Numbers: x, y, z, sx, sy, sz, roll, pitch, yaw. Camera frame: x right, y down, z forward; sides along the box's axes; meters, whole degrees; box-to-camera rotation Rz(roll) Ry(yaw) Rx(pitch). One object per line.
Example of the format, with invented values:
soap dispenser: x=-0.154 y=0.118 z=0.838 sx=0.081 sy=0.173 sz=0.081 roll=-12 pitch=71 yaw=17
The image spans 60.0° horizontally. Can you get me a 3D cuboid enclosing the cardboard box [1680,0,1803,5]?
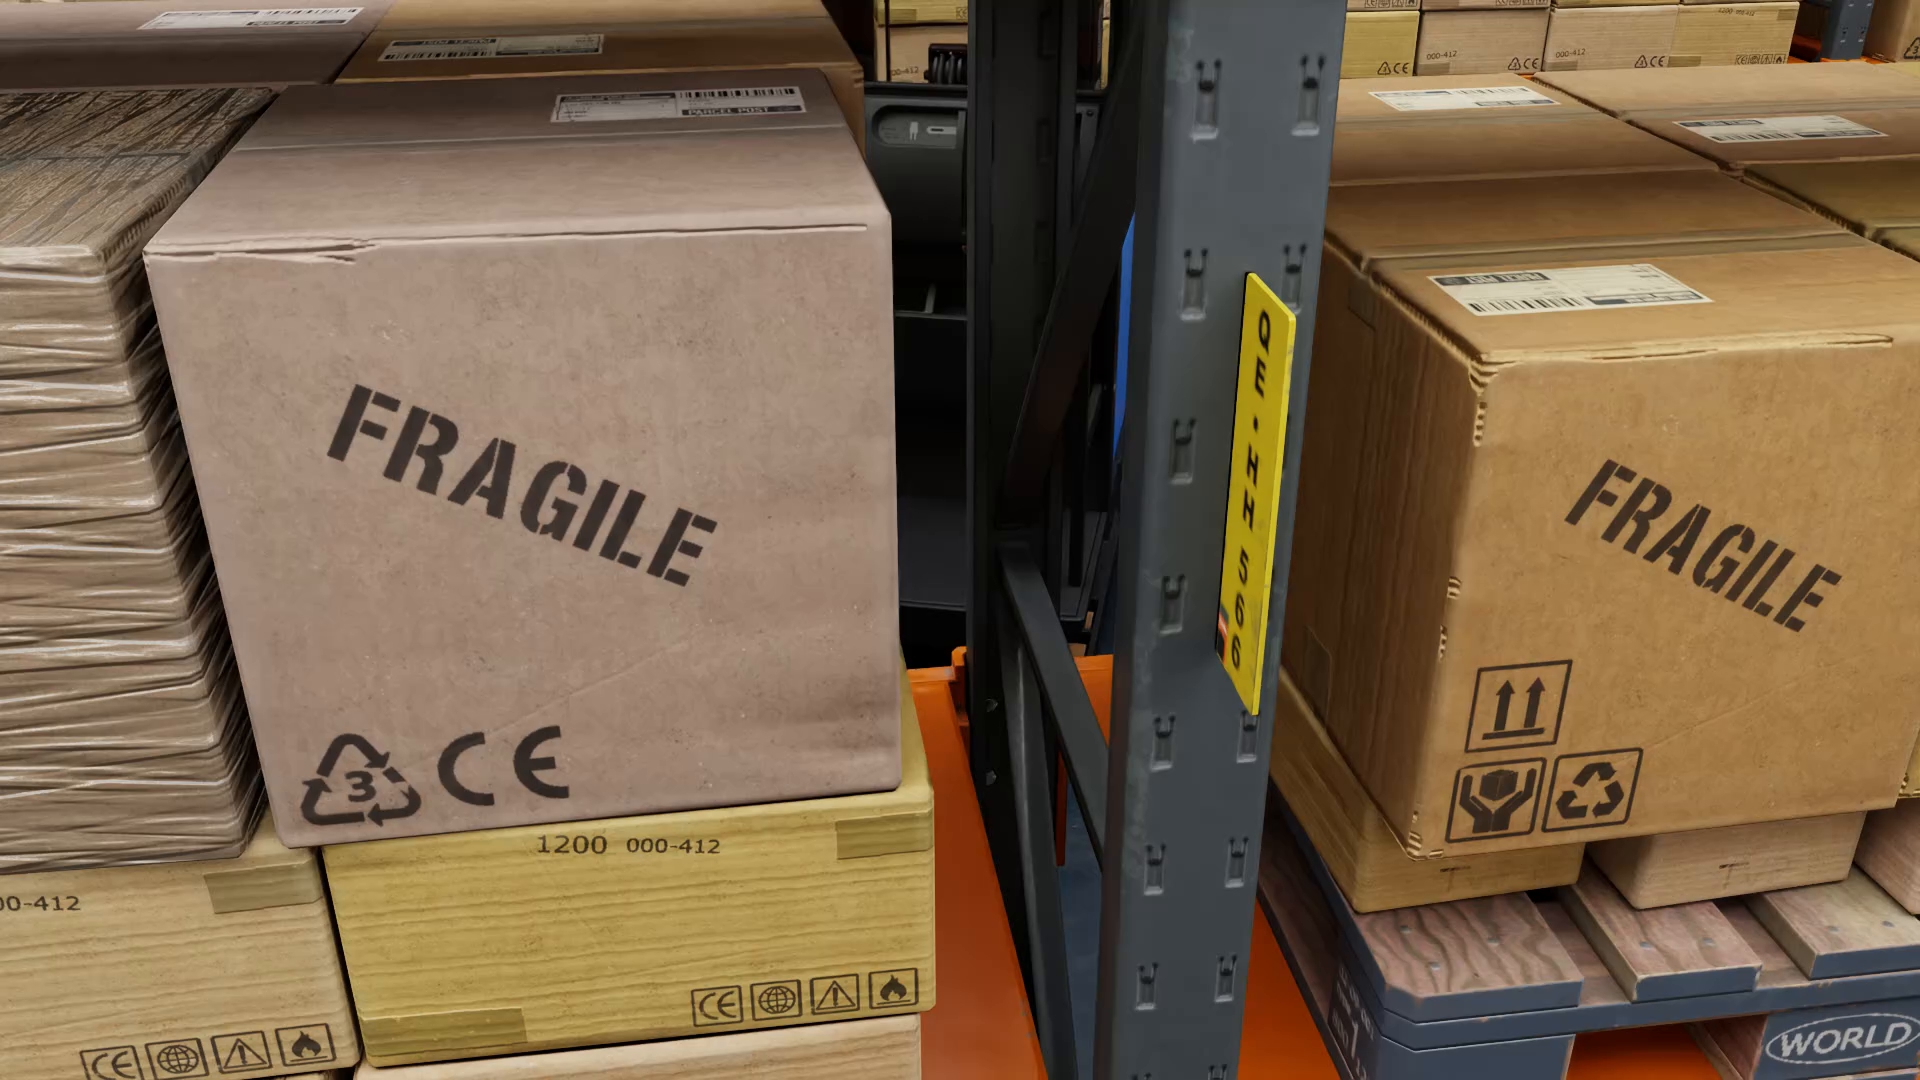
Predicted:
cardboard box: x=2.955 y=-2.272 z=6.510 sx=0.500 sy=0.250 sz=0.500 roll=-4 pitch=27 yaw=-8

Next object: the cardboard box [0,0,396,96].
cardboard box: x=-0.872 y=-0.298 z=1.840 sx=0.500 sy=0.500 sz=0.500 roll=-4 pitch=27 yaw=-7

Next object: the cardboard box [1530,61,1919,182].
cardboard box: x=1.062 y=-0.322 z=2.195 sx=0.500 sy=0.500 sz=0.500 roll=-4 pitch=27 yaw=-8

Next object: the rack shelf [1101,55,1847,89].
rack shelf: x=1.425 y=-1.816 z=6.792 sx=4.000 sy=0.370 sz=1.077 roll=-4 pitch=27 yaw=-7

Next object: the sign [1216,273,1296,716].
sign: x=0.221 y=-0.030 z=1.254 sx=0.005 sy=0.325 sz=0.100 roll=-4 pitch=27 yaw=-7

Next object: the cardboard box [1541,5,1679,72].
cardboard box: x=2.446 y=-2.012 z=6.550 sx=0.500 sy=0.250 sz=0.500 roll=-4 pitch=27 yaw=-7

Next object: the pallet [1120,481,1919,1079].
pallet: x=0.831 y=0.226 z=2.233 sx=1.003 sy=0.211 sz=1.213 roll=-4 pitch=27 yaw=-7

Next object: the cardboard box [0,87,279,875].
cardboard box: x=-0.842 y=-0.067 z=1.391 sx=0.500 sy=0.500 sz=0.500 roll=-3 pitch=27 yaw=-6

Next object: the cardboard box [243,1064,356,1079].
cardboard box: x=-0.828 y=0.490 z=1.673 sx=0.500 sy=0.250 sz=0.500 roll=-3 pitch=27 yaw=-6

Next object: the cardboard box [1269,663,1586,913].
cardboard box: x=0.488 y=0.223 z=1.845 sx=0.250 sy=0.149 sz=0.380 roll=-5 pitch=28 yaw=-10

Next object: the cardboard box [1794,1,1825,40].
cardboard box: x=3.813 y=-2.459 z=7.147 sx=0.500 sy=0.500 sz=0.500 roll=-4 pitch=27 yaw=-7

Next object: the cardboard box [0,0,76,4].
cardboard box: x=-3.087 y=-1.797 z=5.653 sx=0.258 sy=0.266 sz=0.396 roll=-2 pitch=27 yaw=-5

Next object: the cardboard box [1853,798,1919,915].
cardboard box: x=1.050 y=0.224 z=1.844 sx=0.250 sy=0.149 sz=0.380 roll=-5 pitch=28 yaw=-10

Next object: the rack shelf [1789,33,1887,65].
rack shelf: x=5.386 y=-2.071 z=7.288 sx=4.000 sy=0.370 sz=1.077 roll=-4 pitch=27 yaw=-7

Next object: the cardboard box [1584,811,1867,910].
cardboard box: x=0.772 y=0.220 z=1.850 sx=0.250 sy=0.149 sz=0.380 roll=-5 pitch=28 yaw=-10

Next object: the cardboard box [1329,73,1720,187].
cardboard box: x=0.551 y=-0.284 z=2.122 sx=0.500 sy=0.500 sz=0.500 roll=-4 pitch=27 yaw=-9

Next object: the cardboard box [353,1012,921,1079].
cardboard box: x=-0.325 y=0.451 z=1.750 sx=0.500 sy=0.250 sz=0.500 roll=-5 pitch=28 yaw=-9

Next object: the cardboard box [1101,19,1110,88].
cardboard box: x=0.417 y=-1.890 z=6.312 sx=0.500 sy=0.250 sz=0.500 roll=-4 pitch=27 yaw=-8

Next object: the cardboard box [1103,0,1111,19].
cardboard box: x=0.414 y=-2.114 z=6.201 sx=0.500 sy=0.250 sz=0.500 roll=-3 pitch=27 yaw=-5

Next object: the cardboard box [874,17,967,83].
cardboard box: x=-0.082 y=-1.860 z=6.254 sx=0.500 sy=0.250 sz=0.500 roll=-4 pitch=27 yaw=-7

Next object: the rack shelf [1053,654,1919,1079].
rack shelf: x=2.121 y=0.427 z=2.419 sx=4.000 sy=0.370 sz=1.077 roll=-4 pitch=27 yaw=-7

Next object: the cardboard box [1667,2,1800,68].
cardboard box: x=2.943 y=-2.046 z=6.617 sx=0.500 sy=0.250 sz=0.500 roll=-3 pitch=27 yaw=-6

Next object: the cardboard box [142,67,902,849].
cardboard box: x=-0.335 y=-0.104 z=1.461 sx=0.500 sy=0.500 sz=0.500 roll=-4 pitch=27 yaw=-9

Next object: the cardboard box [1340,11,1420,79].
cardboard box: x=1.440 y=-1.958 z=6.444 sx=0.500 sy=0.250 sz=0.500 roll=-3 pitch=27 yaw=-5

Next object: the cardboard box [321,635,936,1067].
cardboard box: x=-0.304 y=0.225 z=1.643 sx=0.500 sy=0.250 sz=0.500 roll=-4 pitch=27 yaw=-7

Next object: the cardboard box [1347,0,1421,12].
cardboard box: x=1.437 y=-2.183 z=6.335 sx=0.500 sy=0.250 sz=0.500 roll=-3 pitch=27 yaw=-6

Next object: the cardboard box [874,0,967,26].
cardboard box: x=-0.078 y=-2.071 z=6.118 sx=0.500 sy=0.250 sz=0.500 roll=-4 pitch=27 yaw=-7

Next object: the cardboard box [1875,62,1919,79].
cardboard box: x=1.562 y=-0.354 z=2.259 sx=0.500 sy=0.500 sz=0.500 roll=-6 pitch=28 yaw=-11

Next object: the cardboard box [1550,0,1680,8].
cardboard box: x=2.447 y=-2.236 z=6.439 sx=0.500 sy=0.250 sz=0.500 roll=-4 pitch=27 yaw=-8

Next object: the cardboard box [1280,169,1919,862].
cardboard box: x=0.618 y=-0.053 z=1.672 sx=0.500 sy=0.500 sz=0.500 roll=-4 pitch=27 yaw=-9

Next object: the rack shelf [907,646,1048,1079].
rack shelf: x=-1.840 y=0.682 z=1.923 sx=4.000 sy=0.370 sz=1.077 roll=-4 pitch=27 yaw=-7

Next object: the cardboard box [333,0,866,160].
cardboard box: x=-0.382 y=-0.334 z=1.910 sx=0.500 sy=0.500 sz=0.500 roll=-5 pitch=28 yaw=-9

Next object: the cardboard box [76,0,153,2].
cardboard box: x=-2.716 y=-1.999 z=5.790 sx=0.500 sy=0.500 sz=0.700 roll=-4 pitch=27 yaw=-7

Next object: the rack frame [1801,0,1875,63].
rack frame: x=3.406 y=-2.263 z=6.876 sx=0.127 sy=3.000 sz=1.000 roll=-4 pitch=27 yaw=-7

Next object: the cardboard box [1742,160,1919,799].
cardboard box: x=1.133 y=-0.089 z=1.743 sx=0.500 sy=0.500 sz=0.500 roll=-2 pitch=27 yaw=-4

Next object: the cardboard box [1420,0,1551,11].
cardboard box: x=1.940 y=-2.207 z=6.381 sx=0.500 sy=0.250 sz=0.500 roll=-3 pitch=27 yaw=-6

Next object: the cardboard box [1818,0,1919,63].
cardboard box: x=3.882 y=-2.218 z=6.678 sx=0.500 sy=0.500 sz=0.500 roll=-4 pitch=27 yaw=-9

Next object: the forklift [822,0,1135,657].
forklift: x=-0.112 y=-1.023 z=4.532 sx=1.130 sy=2.935 sz=3.031 roll=5 pitch=28 yaw=9

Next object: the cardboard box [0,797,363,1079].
cardboard box: x=-0.811 y=0.259 z=1.576 sx=0.500 sy=0.250 sz=0.500 roll=-4 pitch=27 yaw=-8

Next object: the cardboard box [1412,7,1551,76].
cardboard box: x=1.950 y=-1.994 z=6.515 sx=0.500 sy=0.250 sz=0.500 roll=-4 pitch=27 yaw=-7
